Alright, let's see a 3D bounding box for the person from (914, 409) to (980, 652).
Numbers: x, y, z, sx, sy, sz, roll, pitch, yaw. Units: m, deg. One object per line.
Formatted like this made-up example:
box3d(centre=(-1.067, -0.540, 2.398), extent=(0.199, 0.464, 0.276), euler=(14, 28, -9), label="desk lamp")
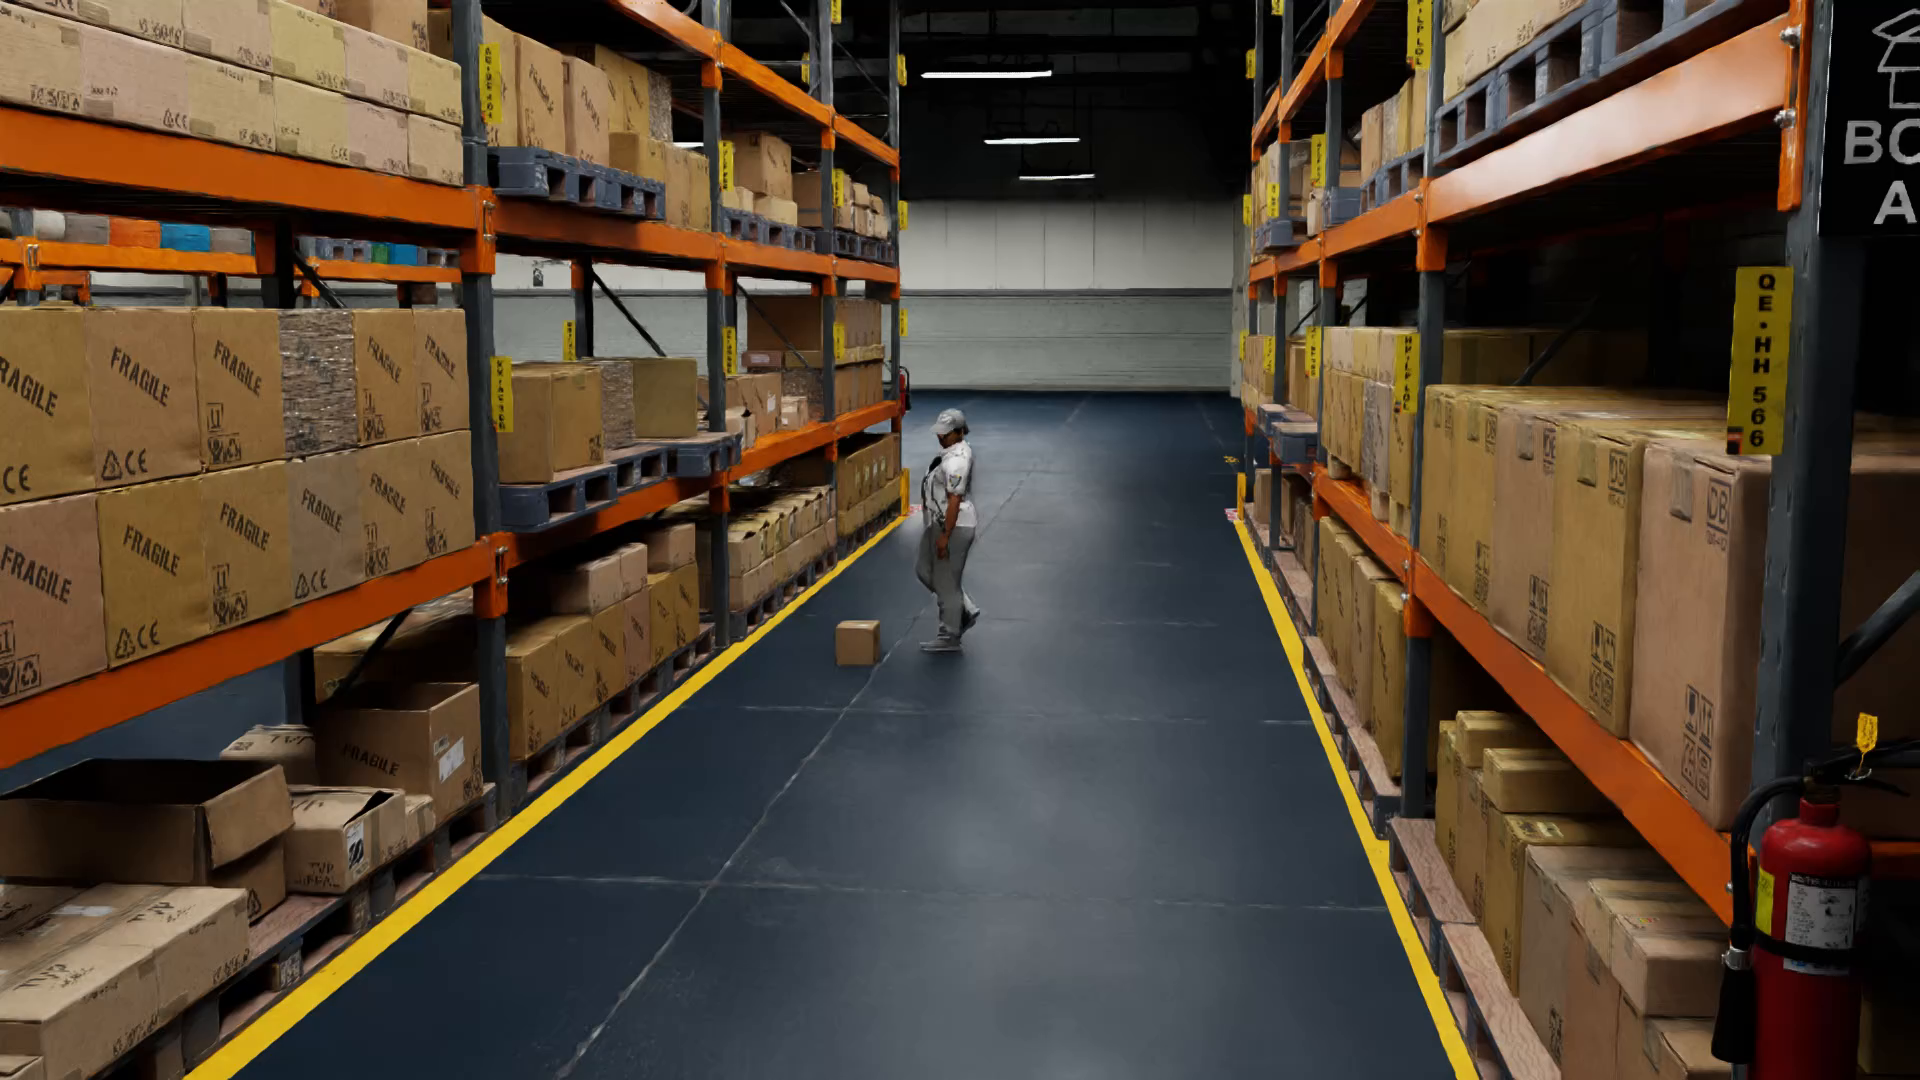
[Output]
box3d(centre=(-0.084, -0.063, 11.237), extent=(0.452, 1.665, 0.609), euler=(0, 8, -1), label="person")
